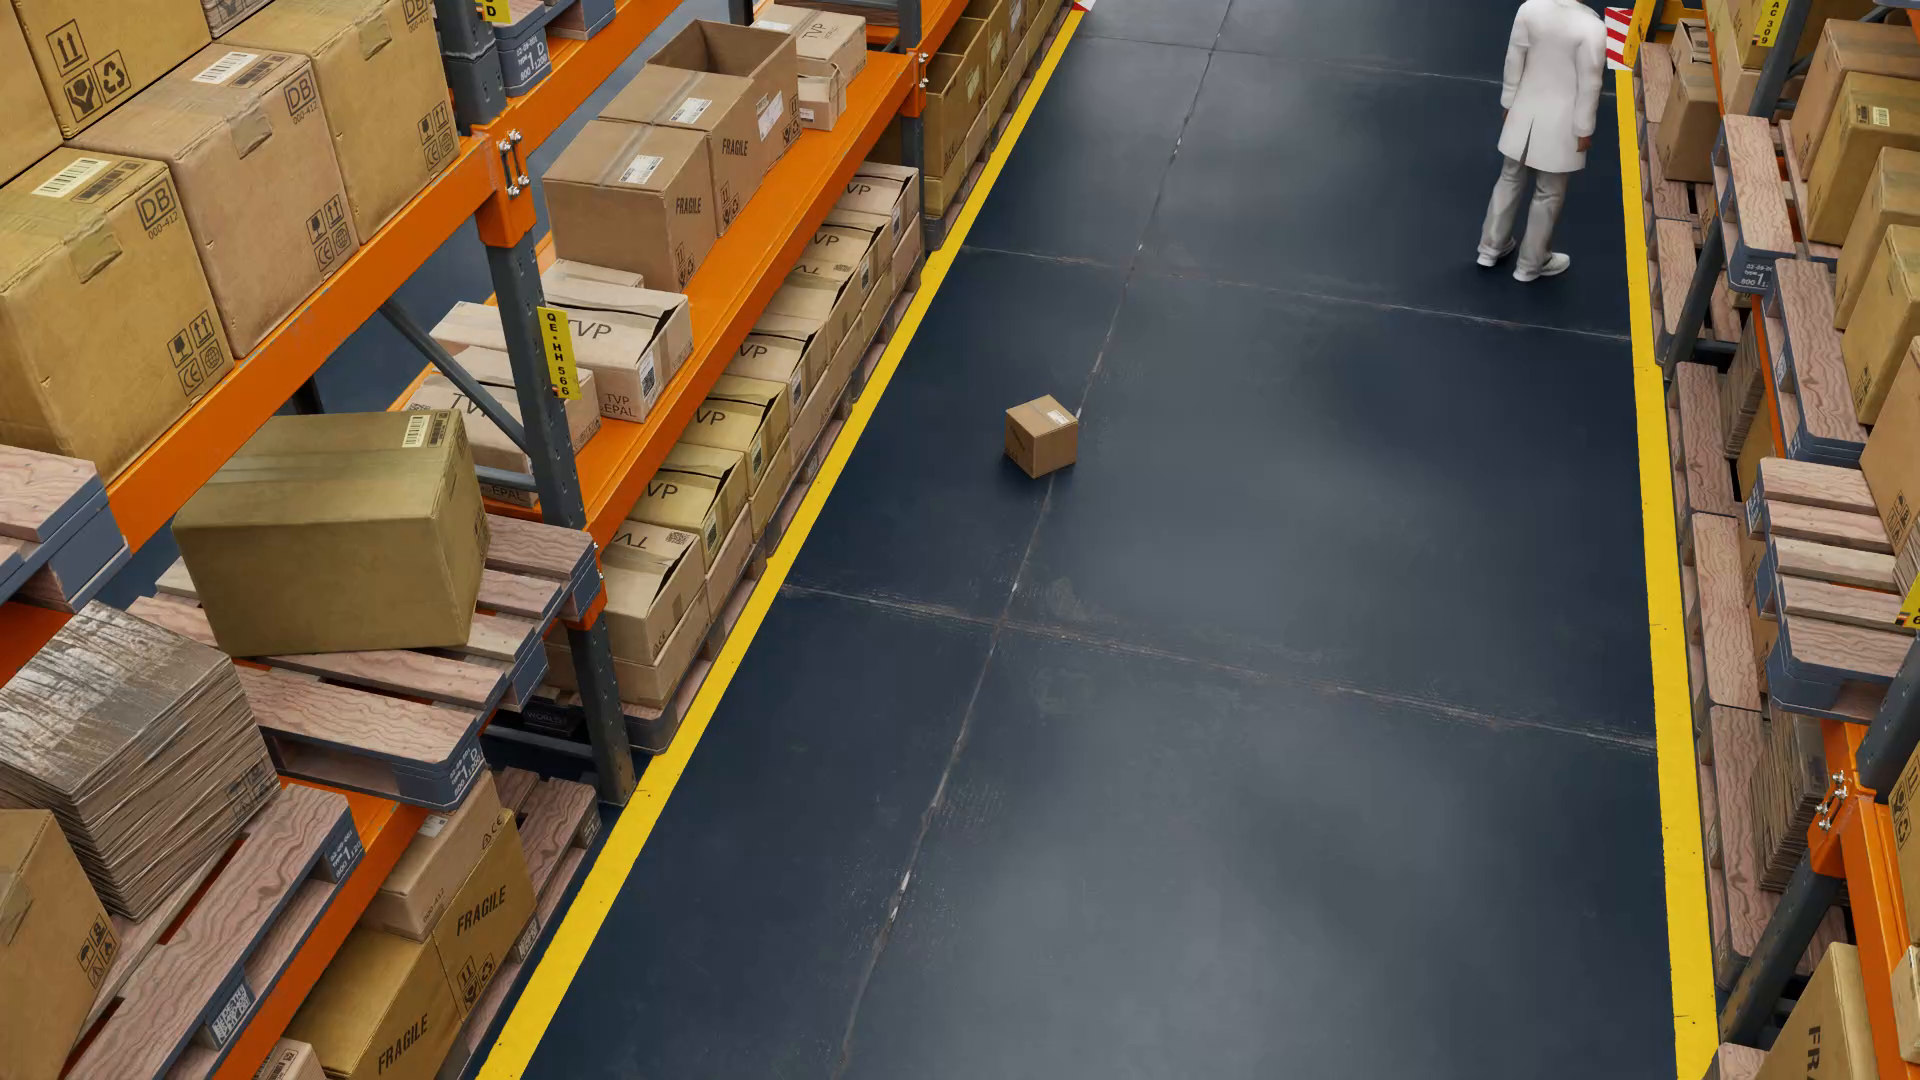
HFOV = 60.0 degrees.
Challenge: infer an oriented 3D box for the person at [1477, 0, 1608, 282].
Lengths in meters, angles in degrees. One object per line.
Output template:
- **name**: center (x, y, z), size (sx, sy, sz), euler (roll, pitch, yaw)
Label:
- **person**: center (3.129, -2.235, 8.791), size (0.404, 1.792, 0.555), euler (-28, 48, -29)
